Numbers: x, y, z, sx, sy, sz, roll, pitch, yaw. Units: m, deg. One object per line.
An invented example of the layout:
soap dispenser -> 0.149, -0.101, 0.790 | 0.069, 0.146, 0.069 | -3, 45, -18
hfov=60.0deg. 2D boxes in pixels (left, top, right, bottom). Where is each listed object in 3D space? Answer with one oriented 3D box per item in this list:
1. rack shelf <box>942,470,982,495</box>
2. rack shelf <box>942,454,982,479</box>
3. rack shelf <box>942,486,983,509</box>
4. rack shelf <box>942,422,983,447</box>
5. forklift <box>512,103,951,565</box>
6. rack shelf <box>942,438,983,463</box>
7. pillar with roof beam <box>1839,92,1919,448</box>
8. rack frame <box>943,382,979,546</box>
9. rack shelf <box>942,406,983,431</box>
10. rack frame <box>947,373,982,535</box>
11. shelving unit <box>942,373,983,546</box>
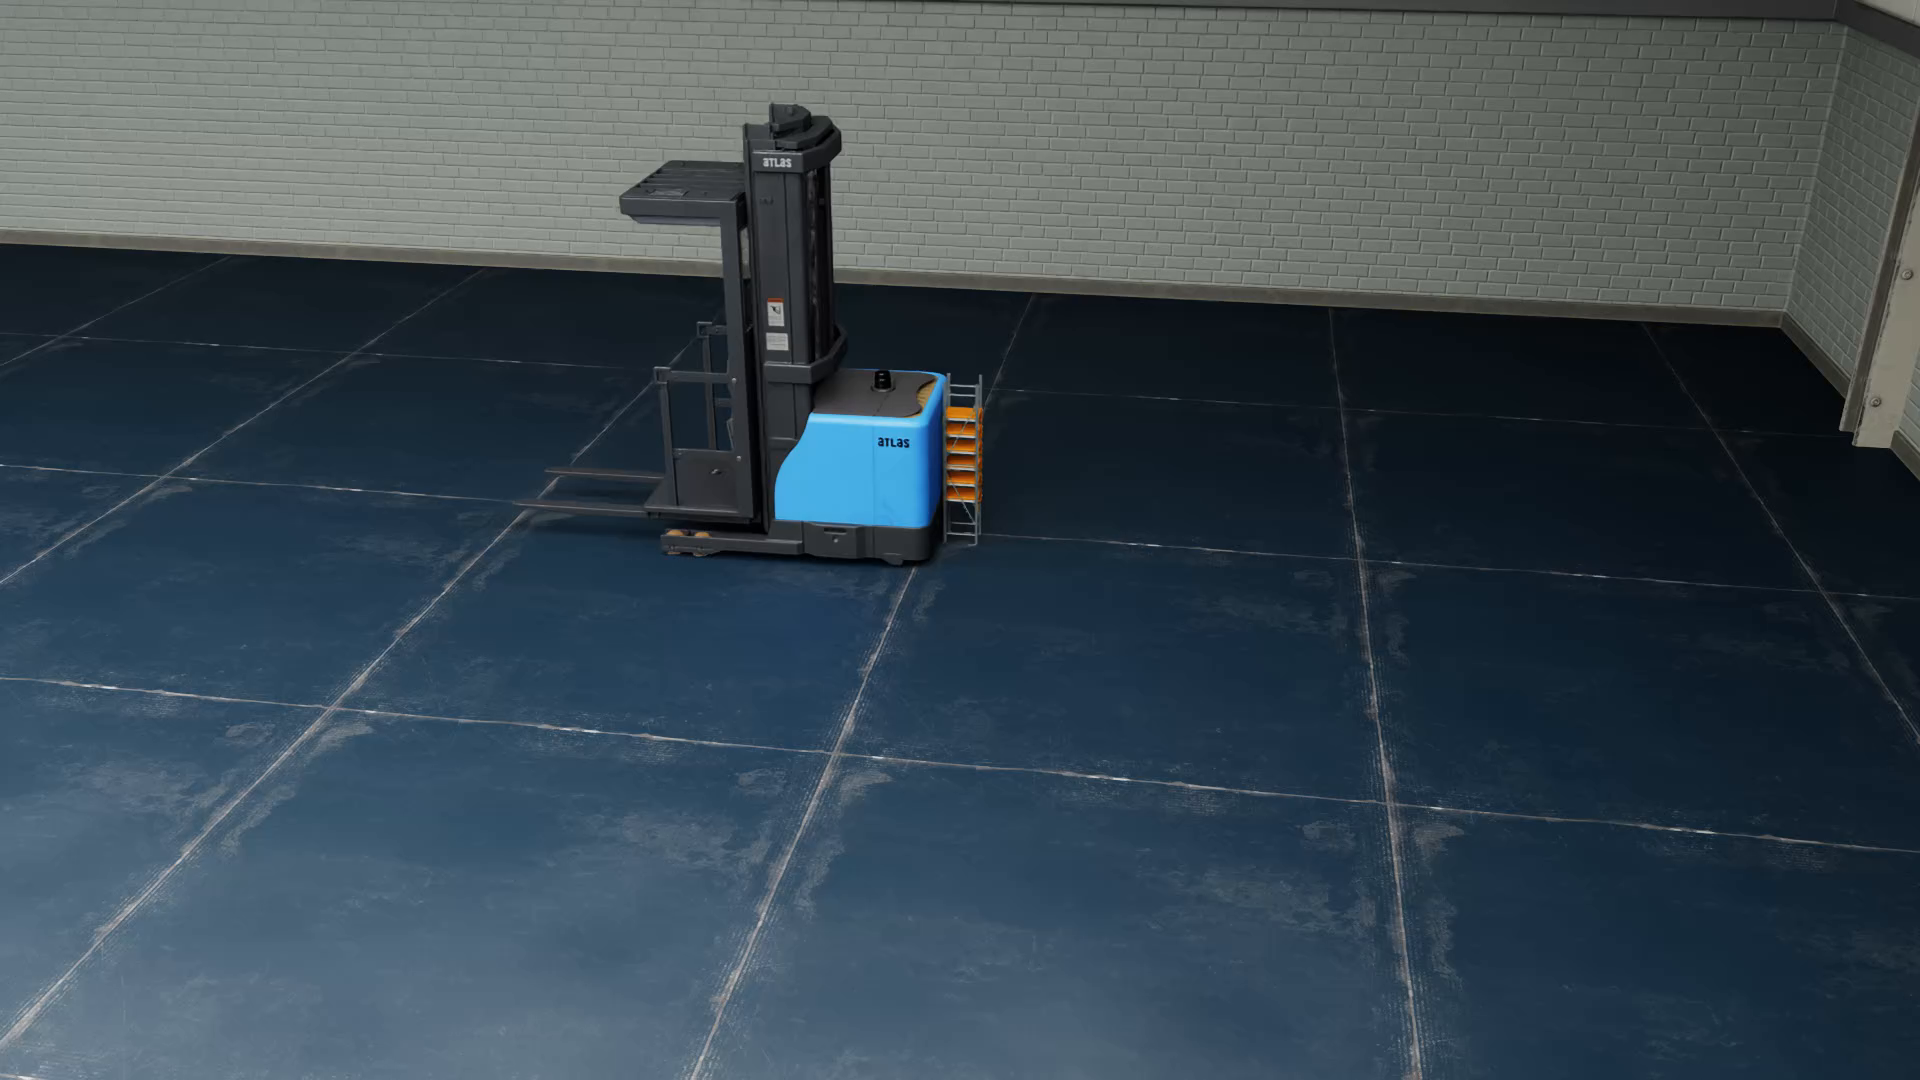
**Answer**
rack shelf -> 0.018, -0.399, 11.576 | 0.258, 0.103, 0.180 | 3, 25, 7
rack shelf -> 0.018, -0.508, 11.525 | 0.258, 0.103, 0.180 | 3, 25, 7
rack shelf -> 0.018, -0.291, 11.627 | 0.258, 0.103, 0.180 | 3, 25, 7
rack shelf -> 0.018, -0.725, 11.423 | 0.258, 0.103, 0.180 | 3, 25, 7
forklift -> -1.630, -1.429, 11.346 | 3.031, 2.935, 1.130 | 4, 25, 8
rack shelf -> 0.018, -0.617, 11.474 | 0.258, 0.103, 0.180 | 3, 25, 7
pillar with roof beam -> 3.121, -5.201, 12.247 | 9.100, 9.000, 0.400 | 4, 25, 9
rack frame -> 0.006, -0.510, 11.424 | 0.240, 1.200, 0.006 | 3, 25, 7
rack shelf -> 0.018, -0.834, 11.372 | 0.258, 0.103, 0.180 | 3, 25, 7
rack frame -> 0.031, -0.587, 11.588 | 0.240, 1.200, 0.006 | 3, 25, 7
shelving unit -> 0.018, -0.548, 11.506 | 0.258, 1.200, 0.189 | 3, 25, 7
